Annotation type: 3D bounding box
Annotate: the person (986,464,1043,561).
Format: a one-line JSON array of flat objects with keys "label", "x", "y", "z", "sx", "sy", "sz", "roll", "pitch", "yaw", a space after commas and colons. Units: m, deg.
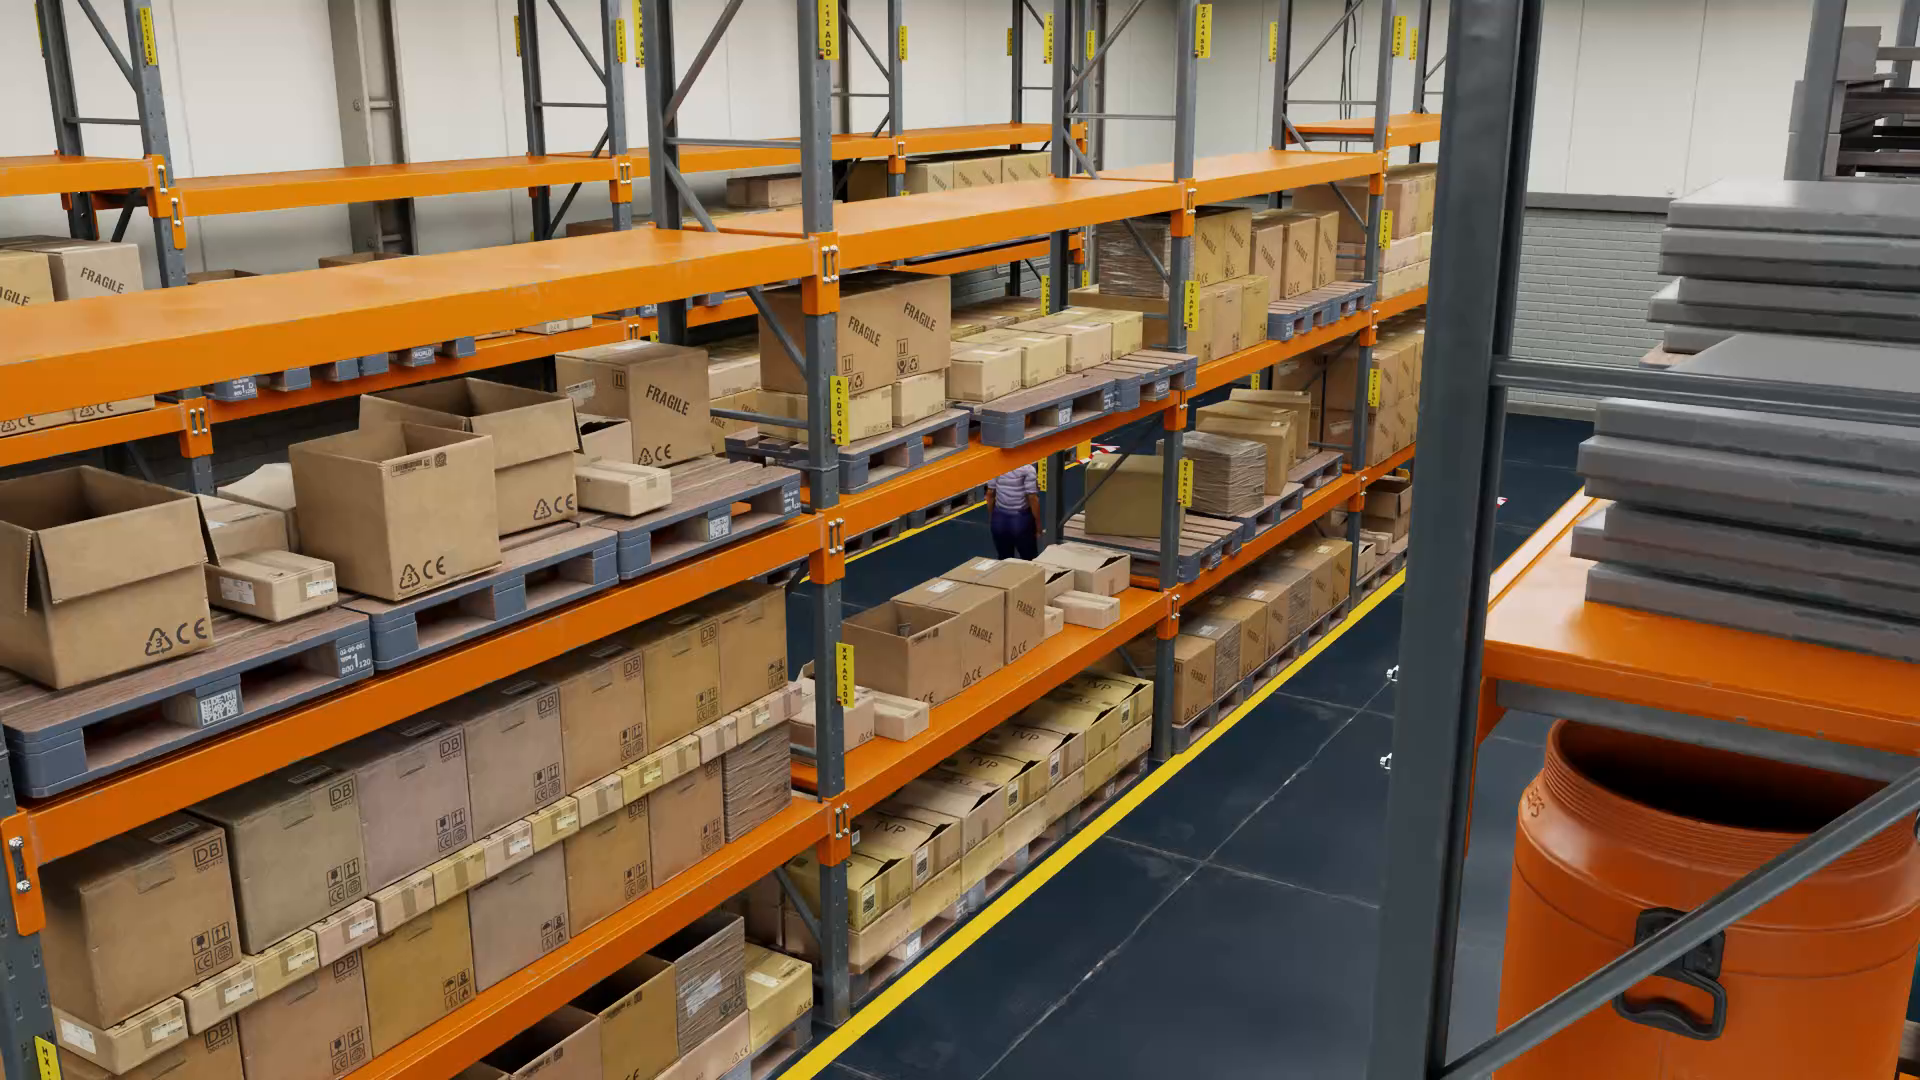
[{"label": "person", "x": 0.512, "y": -0.149, "z": 15.056, "sx": 0.554, "sy": 1.652, "sz": 0.416, "roll": 9, "pitch": 19, "yaw": 29}]
